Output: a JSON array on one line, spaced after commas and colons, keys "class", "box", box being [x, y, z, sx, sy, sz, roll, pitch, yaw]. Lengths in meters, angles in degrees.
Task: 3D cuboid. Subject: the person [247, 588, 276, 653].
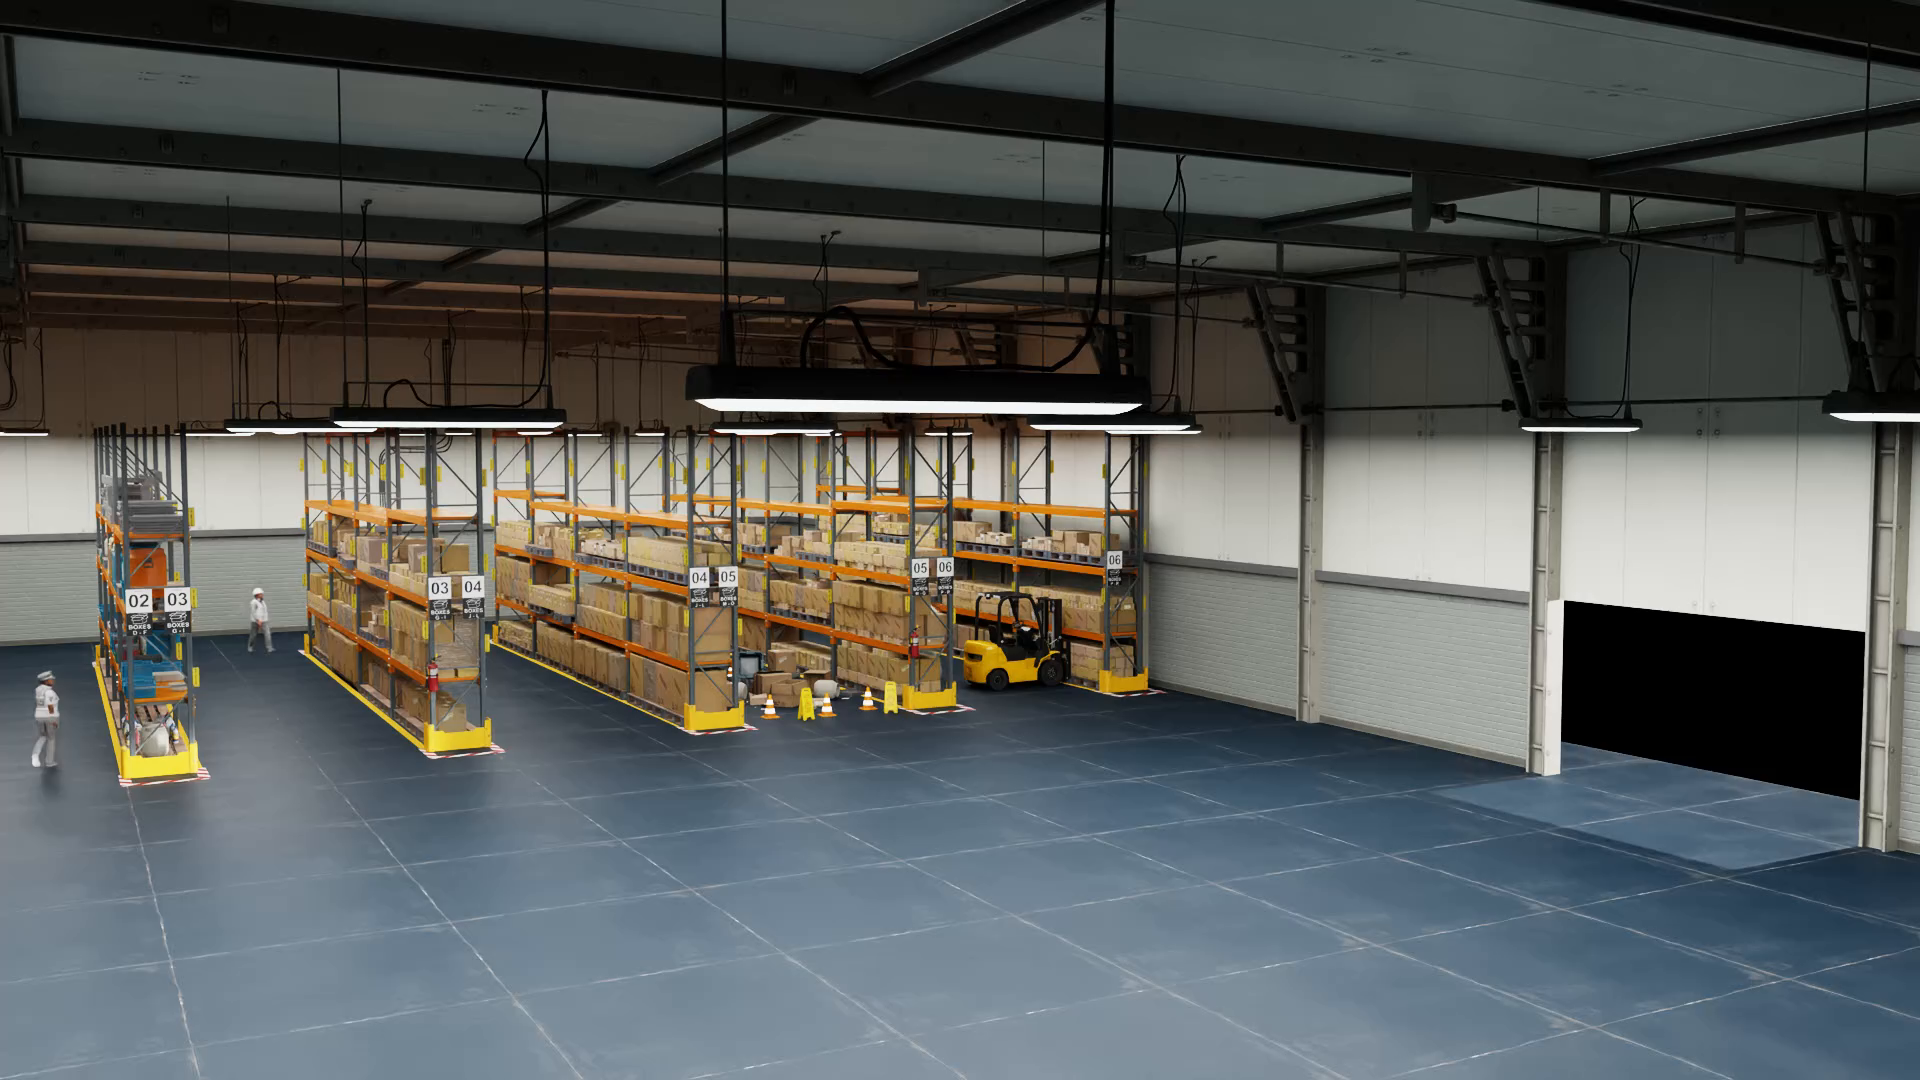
[{"class": "person", "box": [-18.701, 2.160, 44.391, 1.029, 1.728, 0.491, 3, 4, 39]}]

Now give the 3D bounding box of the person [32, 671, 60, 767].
[{"class": "person", "box": [-15.907, 3.117, 28.925, 0.448, 1.680, 0.509, 0, 3, 5]}]
